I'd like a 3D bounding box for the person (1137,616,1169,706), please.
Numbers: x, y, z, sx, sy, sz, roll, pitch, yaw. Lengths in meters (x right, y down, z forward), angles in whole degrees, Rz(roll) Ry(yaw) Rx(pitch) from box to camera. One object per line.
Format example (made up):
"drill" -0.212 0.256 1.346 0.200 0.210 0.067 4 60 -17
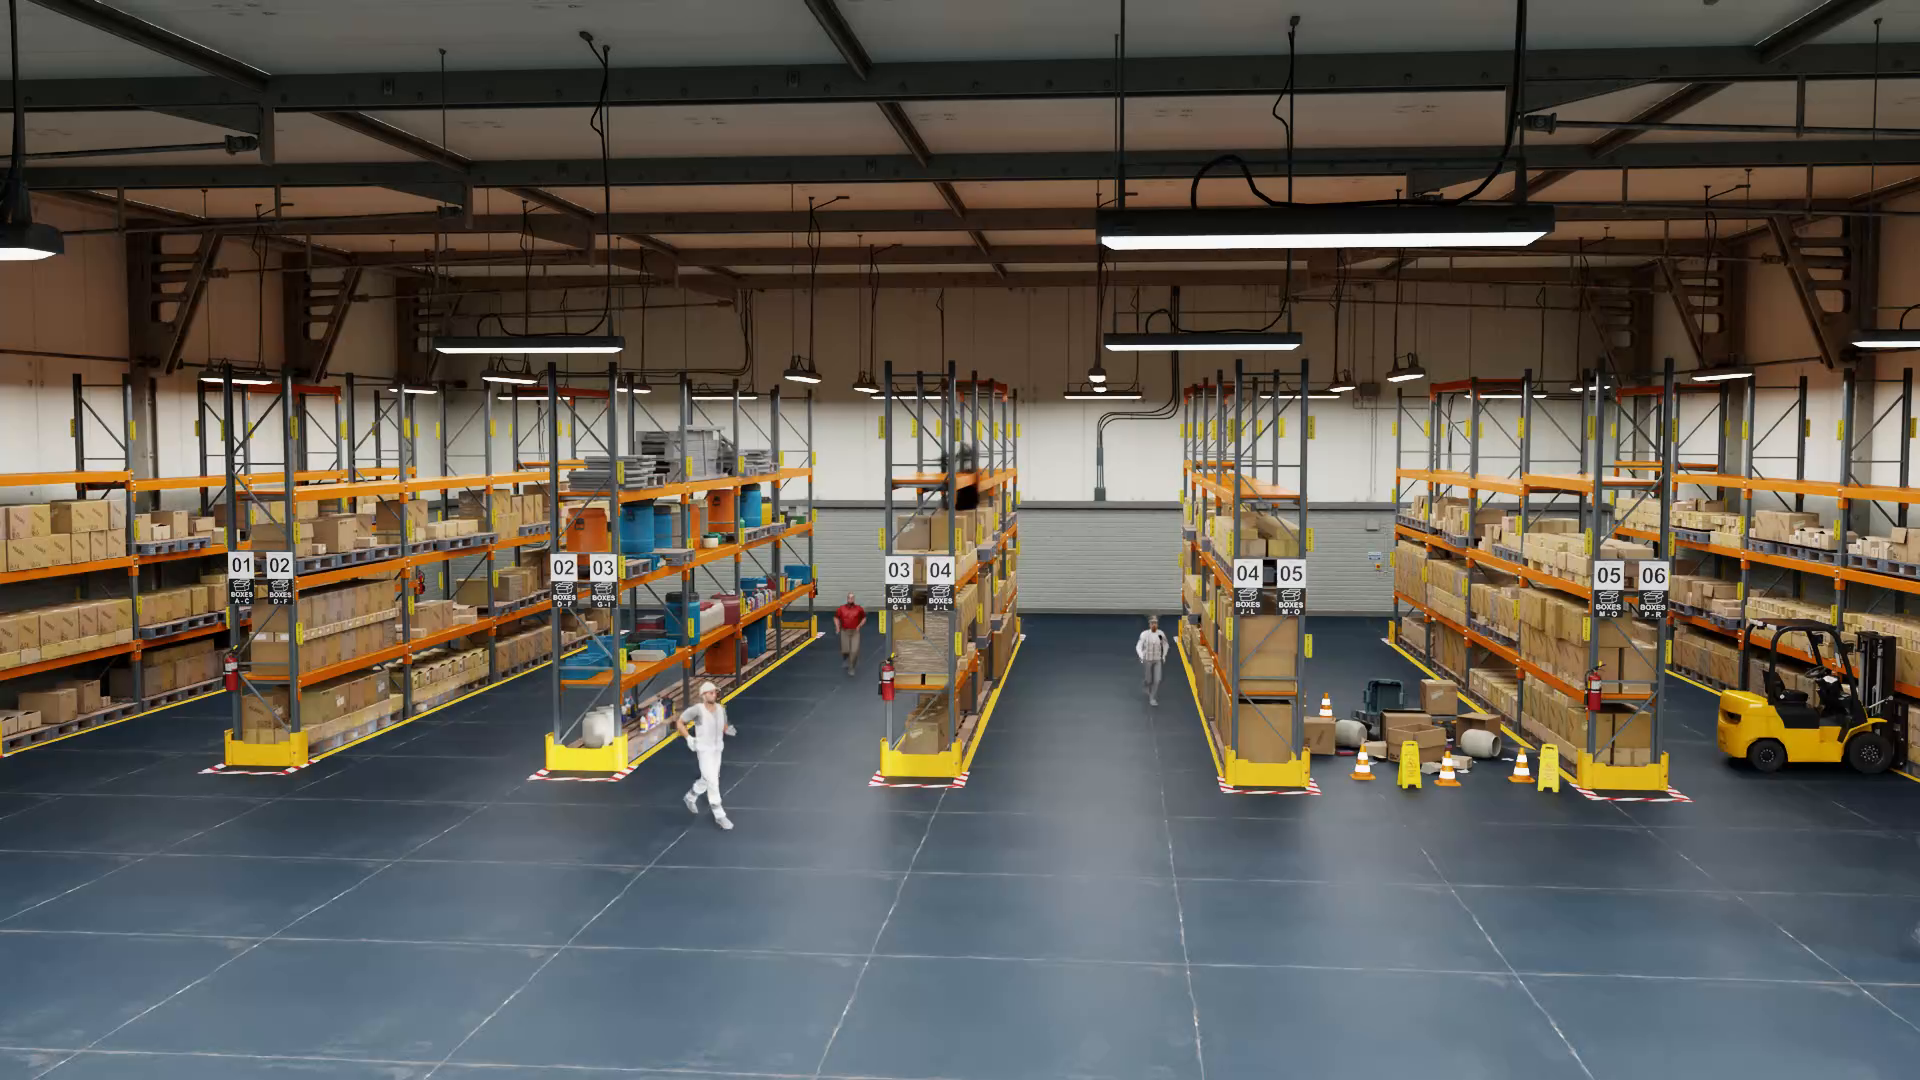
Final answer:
"person" 3.532 2.181 30.474 0.603 1.640 0.593 0 4 -2

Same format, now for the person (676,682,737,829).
"person" -3.200 2.700 21.142 0.990 1.801 0.652 3 5 39

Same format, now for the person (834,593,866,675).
"person" -2.242 1.932 34.069 0.665 1.673 0.597 -1 4 -8
